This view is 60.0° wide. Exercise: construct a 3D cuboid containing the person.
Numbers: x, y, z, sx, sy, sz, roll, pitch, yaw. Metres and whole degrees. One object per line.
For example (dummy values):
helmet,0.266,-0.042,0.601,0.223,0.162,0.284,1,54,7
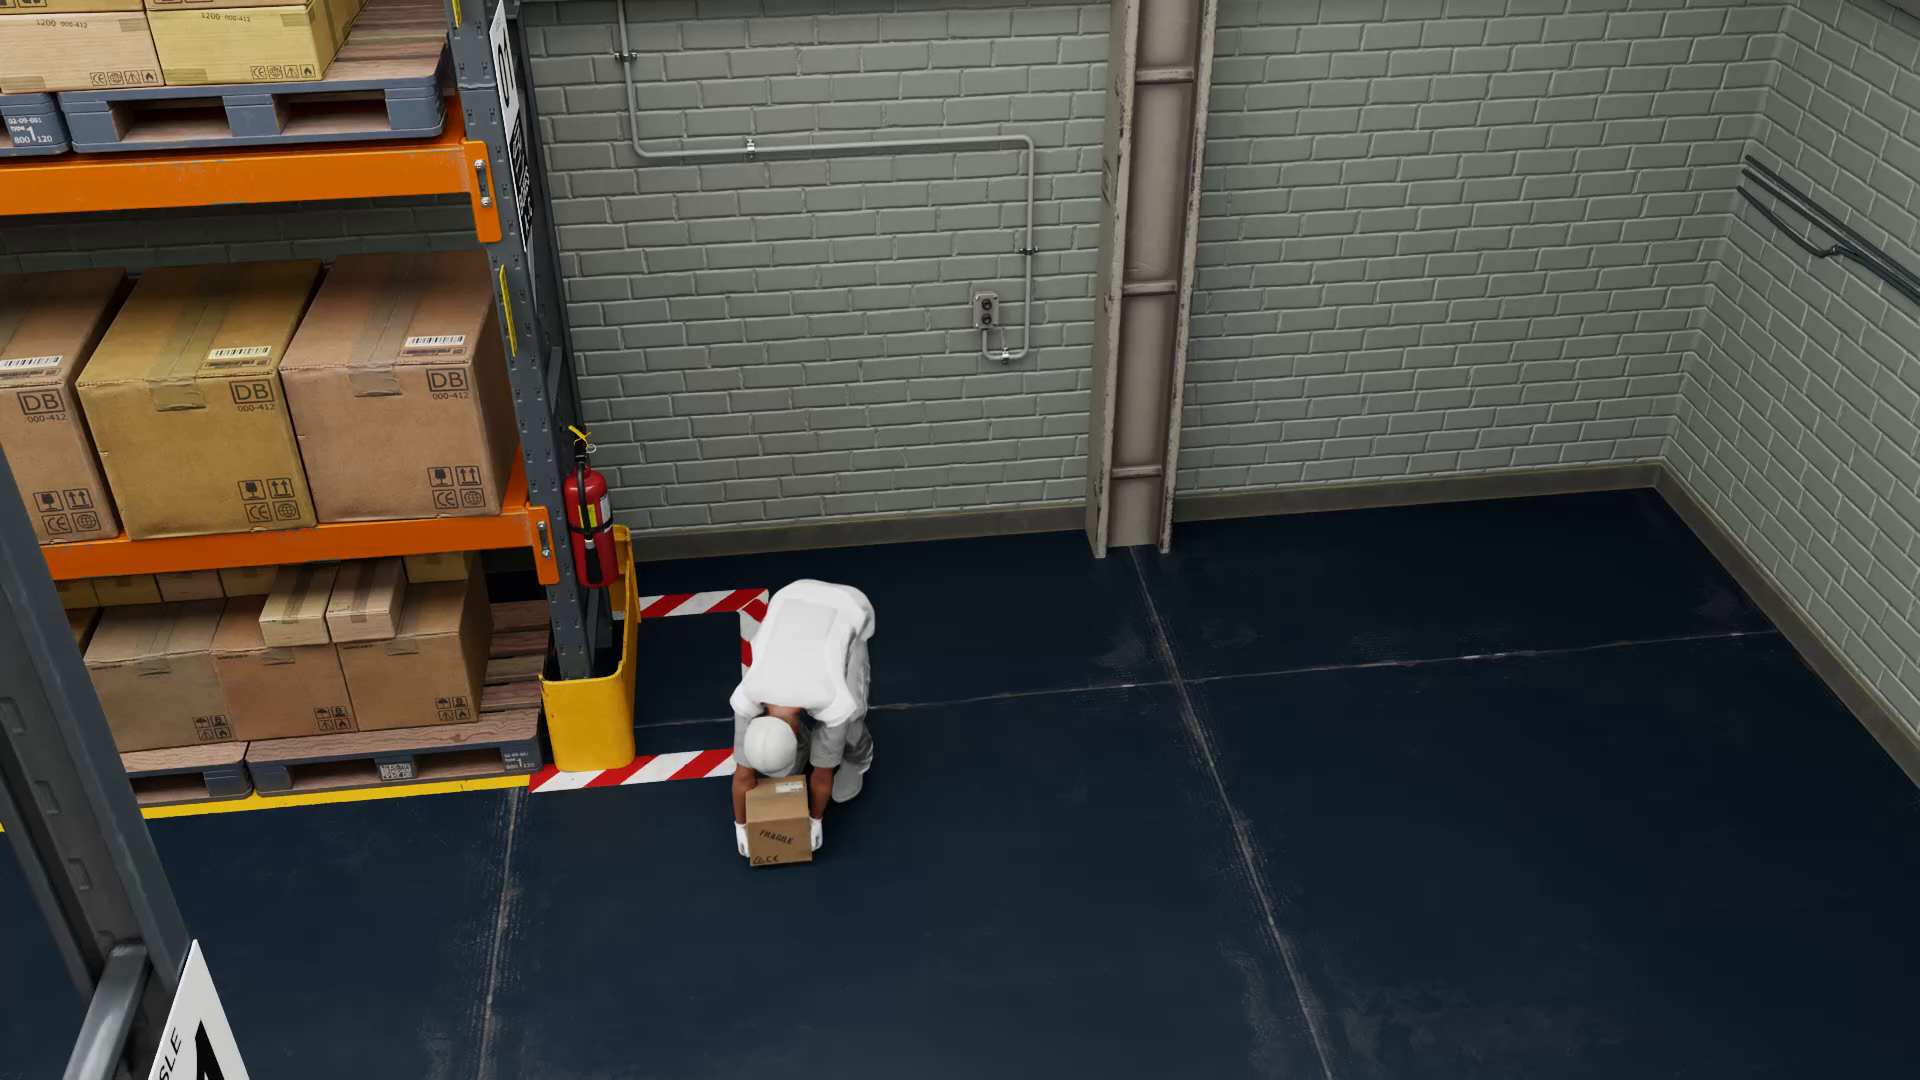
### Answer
person,-0.642,0.726,6.819,0.541,0.932,0.981,10,36,14
